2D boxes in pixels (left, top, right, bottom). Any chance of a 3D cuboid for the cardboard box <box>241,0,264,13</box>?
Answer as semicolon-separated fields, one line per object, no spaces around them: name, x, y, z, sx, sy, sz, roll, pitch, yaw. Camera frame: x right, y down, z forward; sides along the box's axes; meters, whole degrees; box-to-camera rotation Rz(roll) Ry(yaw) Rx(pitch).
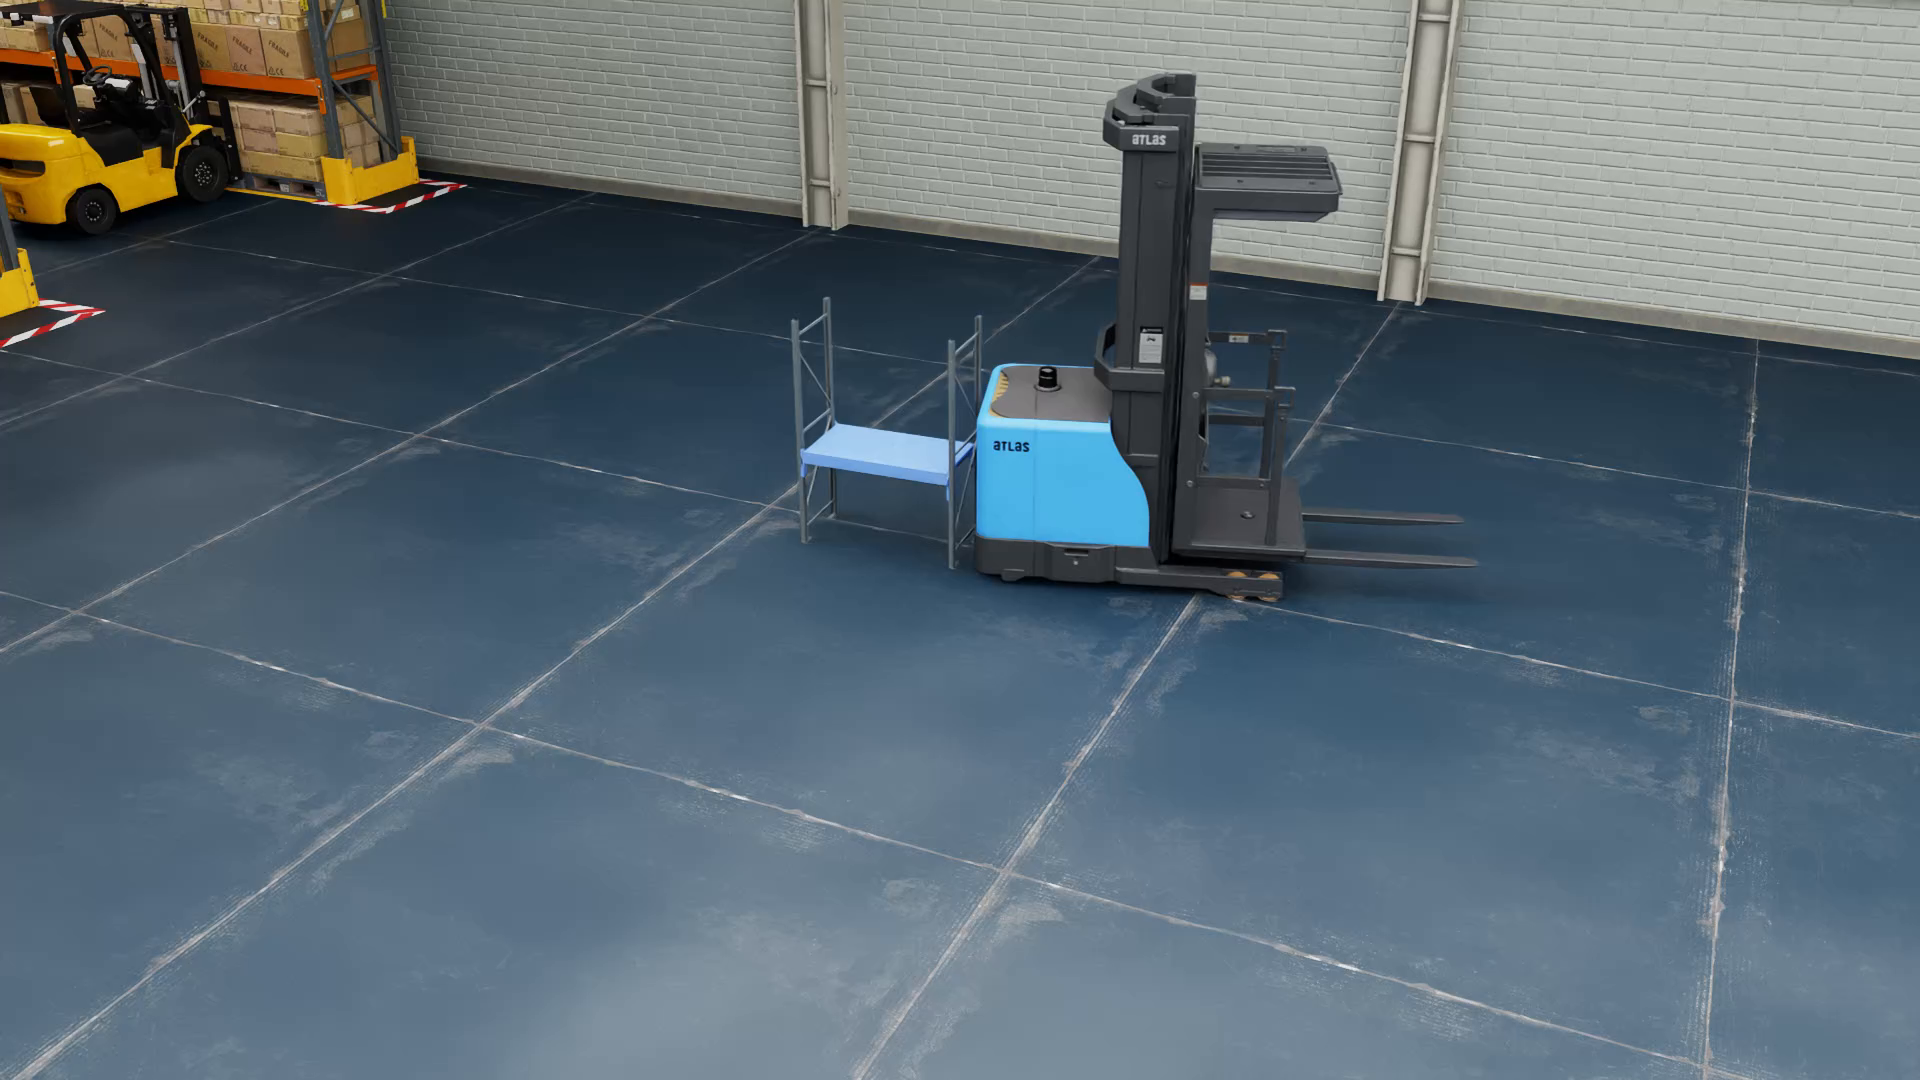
cardboard box;-7.507;-5.790;17.930;0.250;0.149;0.380;12;29;23

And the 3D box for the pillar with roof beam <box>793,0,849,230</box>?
pillar with roof beam;-3.188;-5.623;11.984;0.400;9.000;9.100;11;28;22

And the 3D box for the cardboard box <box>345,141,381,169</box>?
cardboard box;-6.973;-4.394;18.915;0.500;0.250;0.500;11;28;22

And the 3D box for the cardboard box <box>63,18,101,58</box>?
cardboard box;-9.952;-5.860;19.144;0.500;0.500;0.500;11;28;20

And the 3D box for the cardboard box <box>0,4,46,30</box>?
cardboard box;-10.801;-6.146;19.440;0.500;0.250;0.500;11;28;21

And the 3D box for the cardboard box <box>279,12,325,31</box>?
cardboard box;-7.038;-5.557;17.793;0.250;0.149;0.380;12;29;23

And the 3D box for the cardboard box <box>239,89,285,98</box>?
cardboard box;-7.873;-5.023;19.063;0.500;0.250;0.500;11;28;21

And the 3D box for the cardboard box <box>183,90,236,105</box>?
cardboard box;-8.544;-4.907;18.827;0.500;0.250;0.500;11;28;21

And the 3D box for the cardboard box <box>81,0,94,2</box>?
cardboard box;-9.830;-6.127;18.951;0.250;0.149;0.380;12;29;23

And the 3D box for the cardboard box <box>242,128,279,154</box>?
cardboard box;-7.631;-4.509;18.583;0.500;0.250;0.500;11;28;21

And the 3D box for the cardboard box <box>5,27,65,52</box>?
cardboard box;-10.815;-5.921;19.551;0.500;0.250;0.500;12;29;23

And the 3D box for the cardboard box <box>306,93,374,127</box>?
cardboard box;-6.966;-4.838;18.685;0.500;0.250;0.500;11;28;21

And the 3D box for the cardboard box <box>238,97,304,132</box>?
cardboard box;-7.622;-4.723;18.454;0.500;0.250;0.500;12;29;23

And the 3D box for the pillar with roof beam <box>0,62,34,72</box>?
pillar with roof beam;-14.111;-7.818;16.441;0.400;9.000;9.100;11;28;22

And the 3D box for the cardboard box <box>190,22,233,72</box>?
cardboard box;-8.099;-5.492;18.395;0.500;0.500;0.500;11;28;21

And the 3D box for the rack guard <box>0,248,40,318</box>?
rack guard;-8.727;-2.166;14.584;0.348;0.500;1.175;11;28;22

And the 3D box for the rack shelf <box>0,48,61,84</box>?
rack shelf;-12.069;-6.045;20.446;4.000;0.370;1.077;11;28;22

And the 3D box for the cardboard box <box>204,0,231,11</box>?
cardboard box;-7.986;-5.868;18.089;0.250;0.149;0.380;12;29;23

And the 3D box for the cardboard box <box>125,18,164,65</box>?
cardboard box;-9.010;-5.680;18.777;0.500;0.500;0.500;11;28;21

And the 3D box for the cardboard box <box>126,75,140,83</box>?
cardboard box;-9.720;-5.393;19.813;0.500;0.250;0.500;12;29;23

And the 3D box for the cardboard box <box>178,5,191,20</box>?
cardboard box;-8.406;-5.863;18.416;0.250;0.149;0.380;11;28;21

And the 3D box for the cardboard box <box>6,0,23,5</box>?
cardboard box;-10.893;-6.351;19.405;0.250;0.149;0.380;11;28;21

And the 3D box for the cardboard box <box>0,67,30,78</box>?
cardboard box;-12.116;-5.497;20.732;0.625;0.625;0.875;10;28;20

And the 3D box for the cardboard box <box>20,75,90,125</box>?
cardboard box;-10.728;-5.216;20.161;0.625;0.625;0.875;13;29;24

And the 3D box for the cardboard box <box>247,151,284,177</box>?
cardboard box;-7.614;-4.279;18.682;0.500;0.250;0.500;11;28;22

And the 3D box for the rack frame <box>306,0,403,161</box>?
rack frame;-6.607;-5.270;18.059;0.127;3.000;1.000;11;28;22

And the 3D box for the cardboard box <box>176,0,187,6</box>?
cardboard box;-8.419;-5.998;18.353;0.250;0.149;0.380;12;29;23

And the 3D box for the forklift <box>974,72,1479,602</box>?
forklift;1.642;-1.194;9.857;3.031;2.935;1.130;3;26;7

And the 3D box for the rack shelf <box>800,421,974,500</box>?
rack shelf;-0.443;-0.509;10.493;1.000;0.185;0.538;10;28;19

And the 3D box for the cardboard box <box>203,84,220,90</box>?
cardboard box;-8.798;-5.208;19.438;0.500;0.250;0.500;12;28;22

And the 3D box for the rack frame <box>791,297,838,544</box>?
rack frame;-0.919;-0.750;10.575;0.032;1.500;0.500;10;28;19

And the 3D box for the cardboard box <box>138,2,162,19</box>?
cardboard box;-8.913;-5.928;18.547;0.250;0.149;0.380;10;28;20

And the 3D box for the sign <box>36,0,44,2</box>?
sign;-10.464;-6.266;18.859;0.005;0.325;0.100;11;28;22

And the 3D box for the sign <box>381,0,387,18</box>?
sign;-6.372;-5.916;18.301;0.005;0.325;0.100;11;28;22

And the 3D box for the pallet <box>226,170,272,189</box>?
pallet;-8.427;-4.366;19.379;1.213;0.211;1.003;11;28;22

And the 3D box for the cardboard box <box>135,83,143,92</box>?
cardboard box;-9.476;-5.093;19.204;0.500;0.250;0.500;11;28;22

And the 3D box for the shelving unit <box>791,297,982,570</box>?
shelving unit;-0.443;-0.670;10.414;1.048;1.500;0.538;10;28;19

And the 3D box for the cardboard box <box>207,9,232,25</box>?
cardboard box;-7.978;-5.743;18.172;0.250;0.149;0.380;10;28;20

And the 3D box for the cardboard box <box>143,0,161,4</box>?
cardboard box;-8.875;-6.090;18.539;0.250;0.149;0.380;11;28;22

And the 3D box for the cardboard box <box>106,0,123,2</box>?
cardboard box;-9.377;-6.150;18.662;0.250;0.149;0.380;12;29;23

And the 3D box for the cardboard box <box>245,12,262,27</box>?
cardboard box;-7.494;-5.664;18.010;0.250;0.149;0.380;12;29;23

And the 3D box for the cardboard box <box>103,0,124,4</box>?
cardboard box;-9.388;-6.015;18.724;0.250;0.149;0.380;12;29;23

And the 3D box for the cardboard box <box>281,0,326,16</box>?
cardboard box;-7.020;-5.720;17.788;0.250;0.149;0.380;11;28;22

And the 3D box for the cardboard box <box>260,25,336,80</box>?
cardboard box;-7.163;-5.300;18.005;0.500;0.500;0.500;11;28;21

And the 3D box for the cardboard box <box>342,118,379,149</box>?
cardboard box;-6.949;-4.619;18.807;0.500;0.250;0.500;12;29;23
